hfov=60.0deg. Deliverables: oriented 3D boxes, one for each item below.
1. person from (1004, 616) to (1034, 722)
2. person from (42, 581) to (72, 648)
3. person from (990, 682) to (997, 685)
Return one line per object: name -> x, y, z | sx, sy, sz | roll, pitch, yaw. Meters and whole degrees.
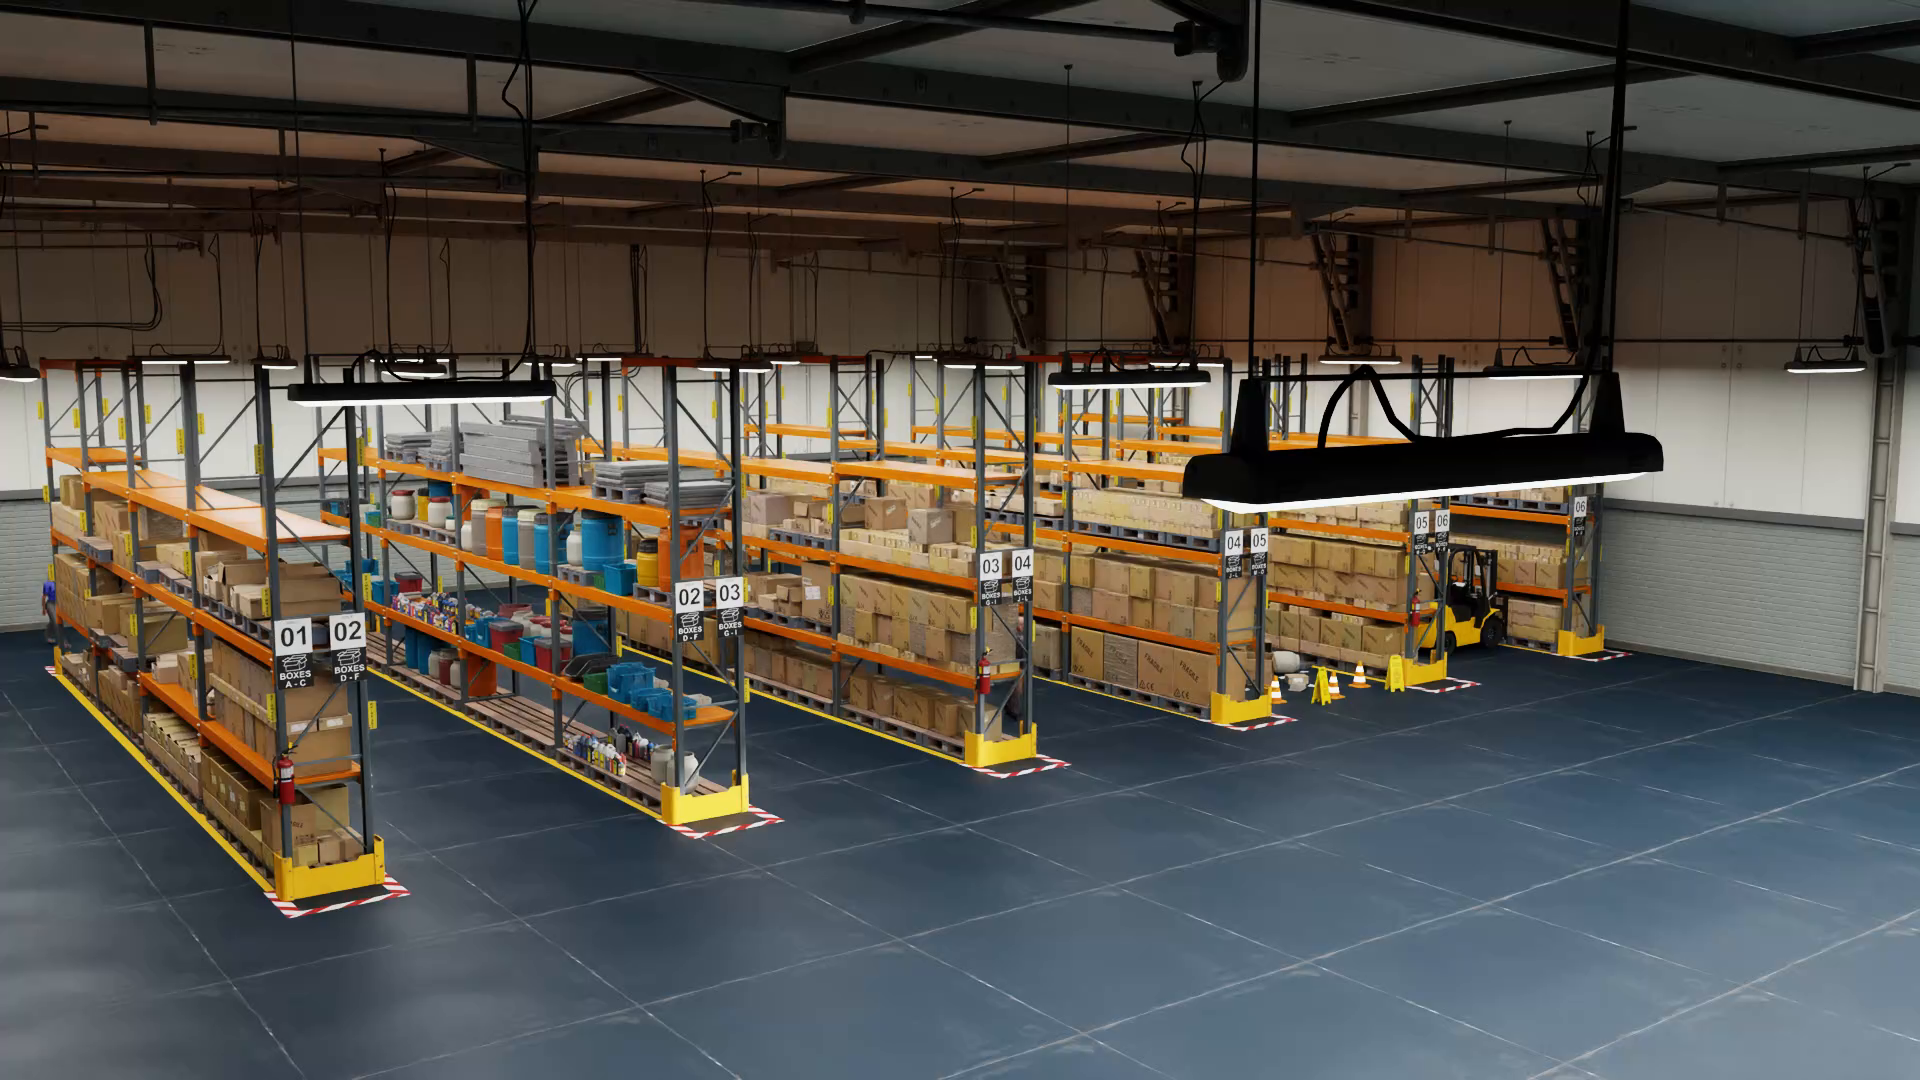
person -> 0.941, 2.158, 27.865 | 0.505, 1.787, 0.587 | 5, 8, 35
person -> -18.726, 1.392, 34.459 | 0.987, 1.605, 0.480 | 3, 7, 21
person -> 0.617, 1.894, 30.383 | 0.584, 1.611, 0.699 | -3, 8, -24
